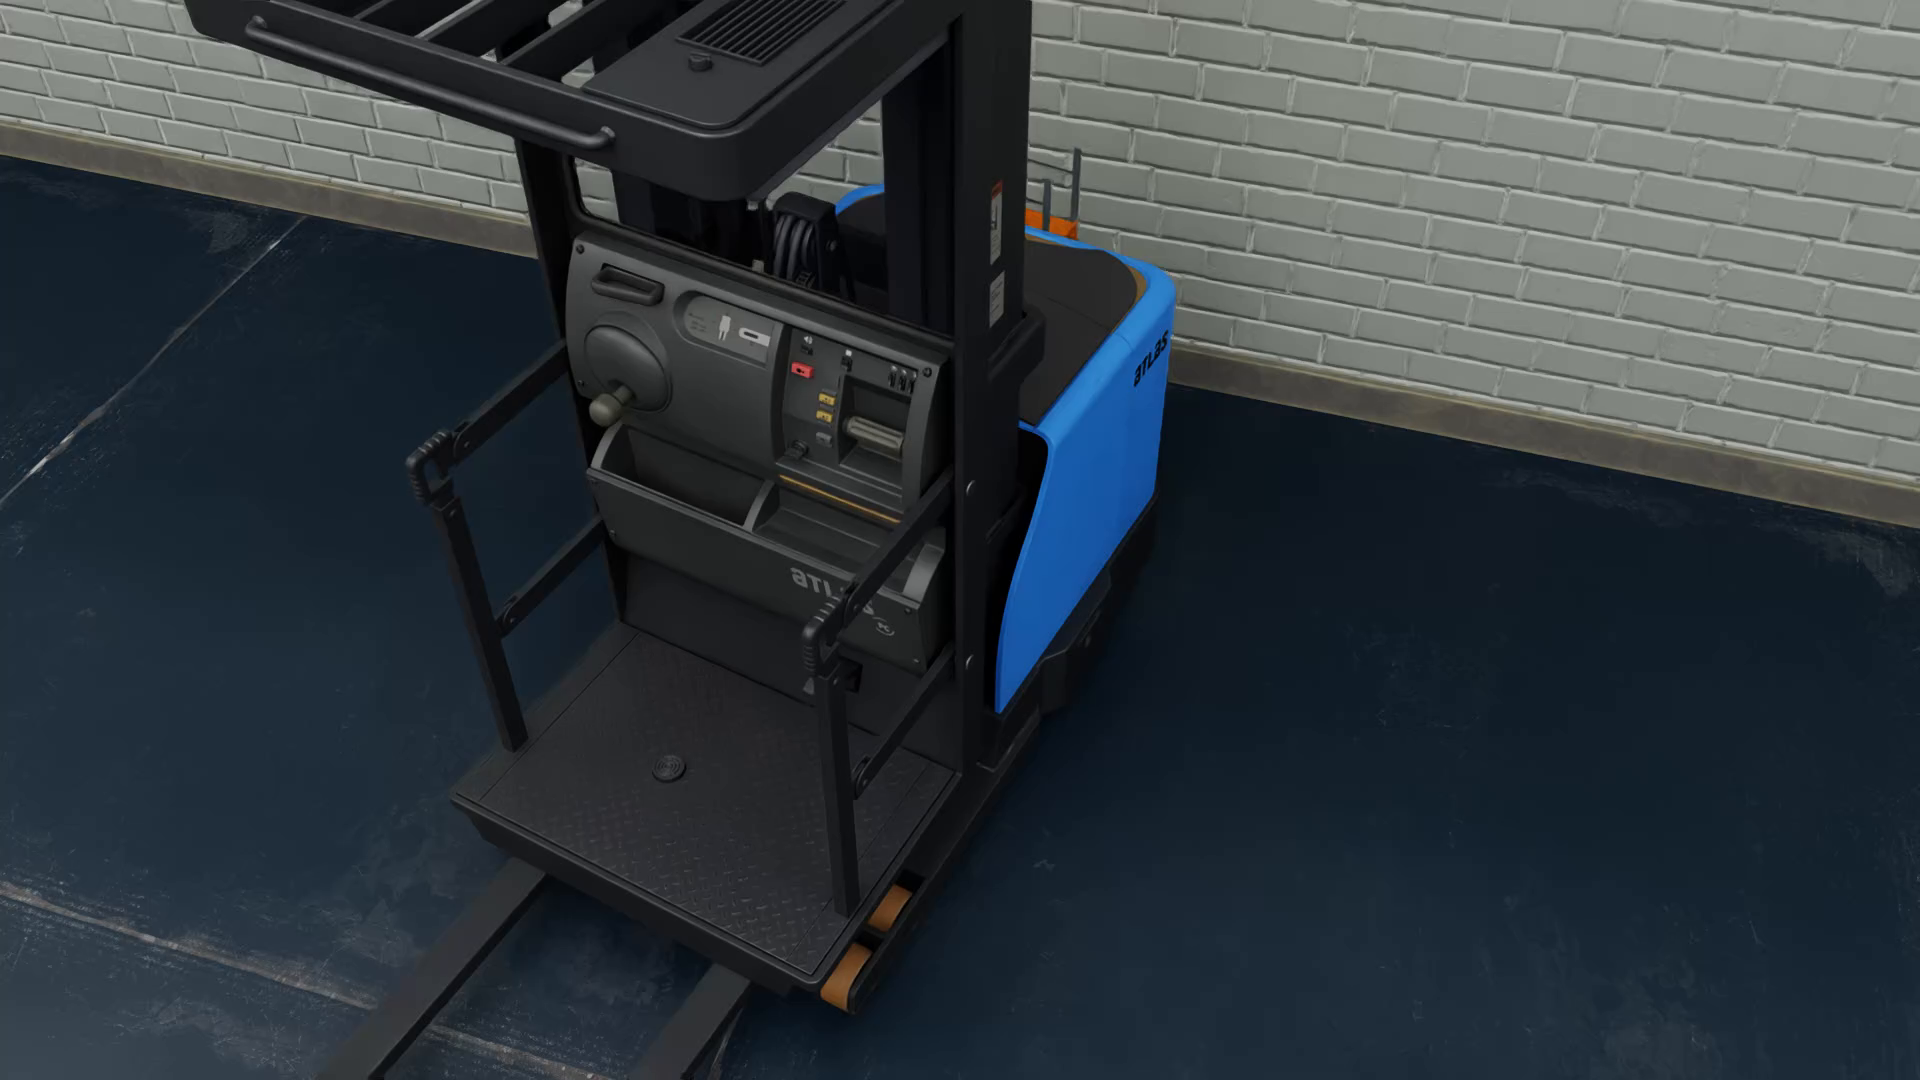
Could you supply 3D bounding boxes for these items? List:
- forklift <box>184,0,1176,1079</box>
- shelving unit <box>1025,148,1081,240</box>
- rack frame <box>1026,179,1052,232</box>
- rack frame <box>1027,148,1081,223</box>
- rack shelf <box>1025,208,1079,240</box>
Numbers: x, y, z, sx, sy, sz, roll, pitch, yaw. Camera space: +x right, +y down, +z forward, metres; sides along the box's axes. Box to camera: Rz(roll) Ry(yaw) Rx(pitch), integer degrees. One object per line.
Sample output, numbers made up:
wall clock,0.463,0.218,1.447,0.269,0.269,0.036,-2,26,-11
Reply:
forklift,-0.563,-0.268,3.429,1.130,2.935,3.031,21,48,20
shelving unit,0.189,-0.647,5.054,0.258,1.200,0.189,21,48,20
rack frame,0.144,-0.592,4.997,0.240,1.200,0.006,21,48,20
rack frame,0.234,-0.703,5.111,0.240,1.200,0.006,21,48,20
rack shelf,0.189,-0.873,4.833,0.258,0.103,0.180,21,48,20
